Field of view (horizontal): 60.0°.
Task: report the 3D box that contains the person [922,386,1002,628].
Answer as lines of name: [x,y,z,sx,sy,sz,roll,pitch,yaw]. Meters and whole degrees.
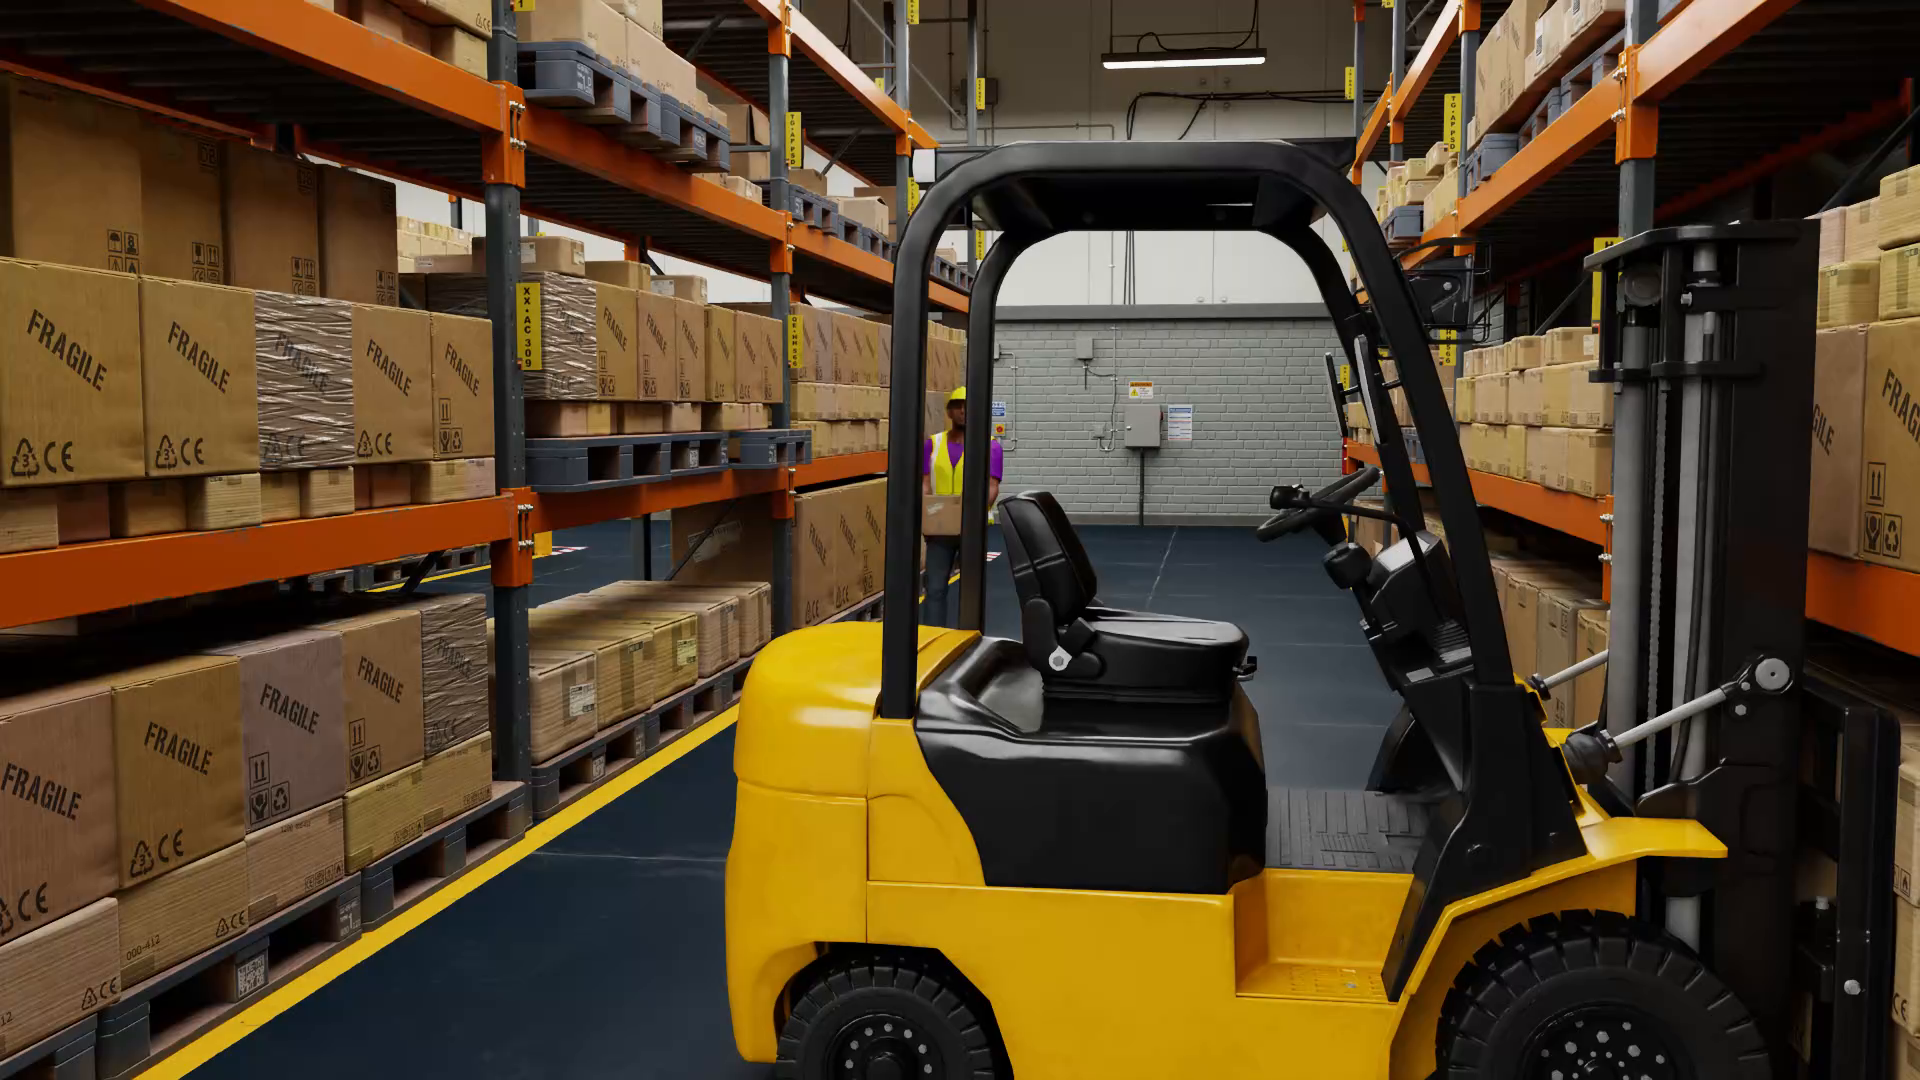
person: [-0.020,-0.063,10.276,0.538,1.772,0.560,1,4,8]
